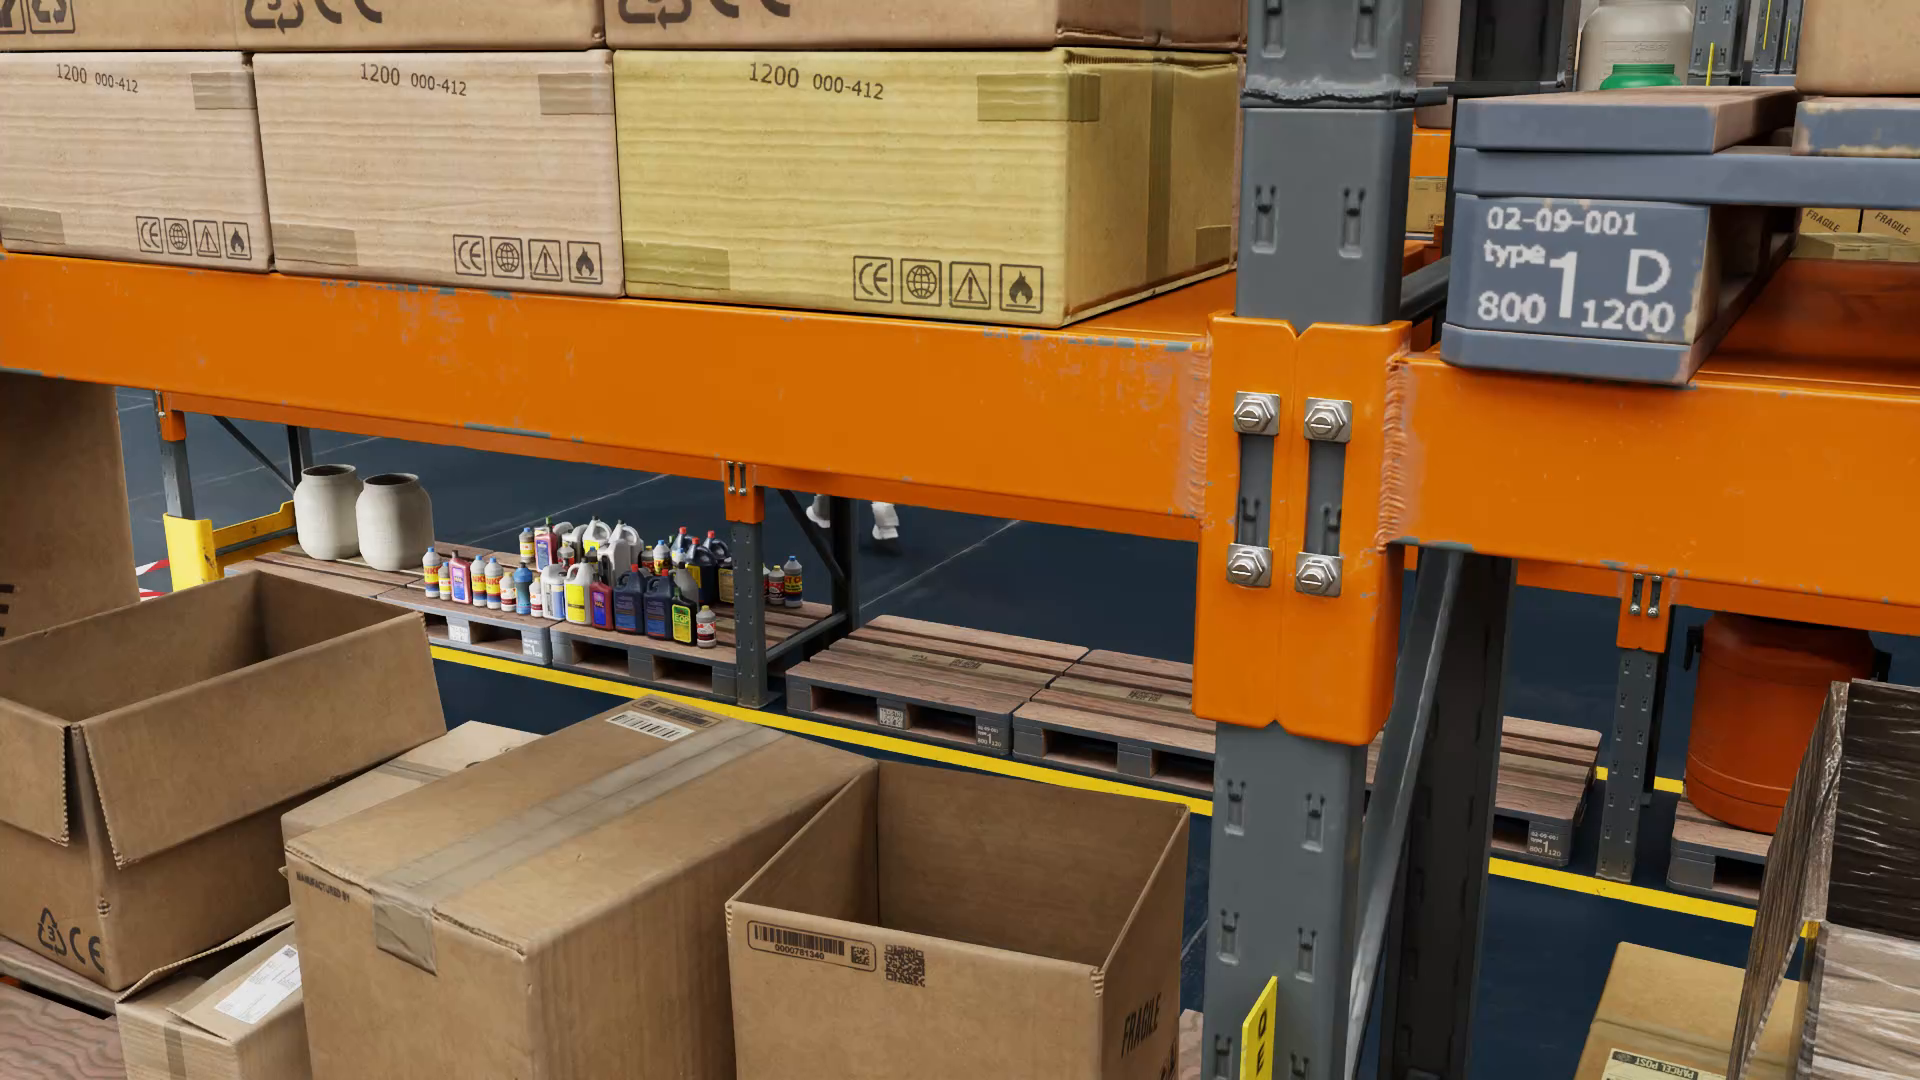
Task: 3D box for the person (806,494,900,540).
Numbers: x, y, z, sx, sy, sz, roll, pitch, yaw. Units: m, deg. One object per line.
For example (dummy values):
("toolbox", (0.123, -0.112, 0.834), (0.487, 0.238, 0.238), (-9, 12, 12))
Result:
("person", (-0.704, -0.820, 10.927), (0.446, 1.617, 1.025), (-9, 18, -28))
